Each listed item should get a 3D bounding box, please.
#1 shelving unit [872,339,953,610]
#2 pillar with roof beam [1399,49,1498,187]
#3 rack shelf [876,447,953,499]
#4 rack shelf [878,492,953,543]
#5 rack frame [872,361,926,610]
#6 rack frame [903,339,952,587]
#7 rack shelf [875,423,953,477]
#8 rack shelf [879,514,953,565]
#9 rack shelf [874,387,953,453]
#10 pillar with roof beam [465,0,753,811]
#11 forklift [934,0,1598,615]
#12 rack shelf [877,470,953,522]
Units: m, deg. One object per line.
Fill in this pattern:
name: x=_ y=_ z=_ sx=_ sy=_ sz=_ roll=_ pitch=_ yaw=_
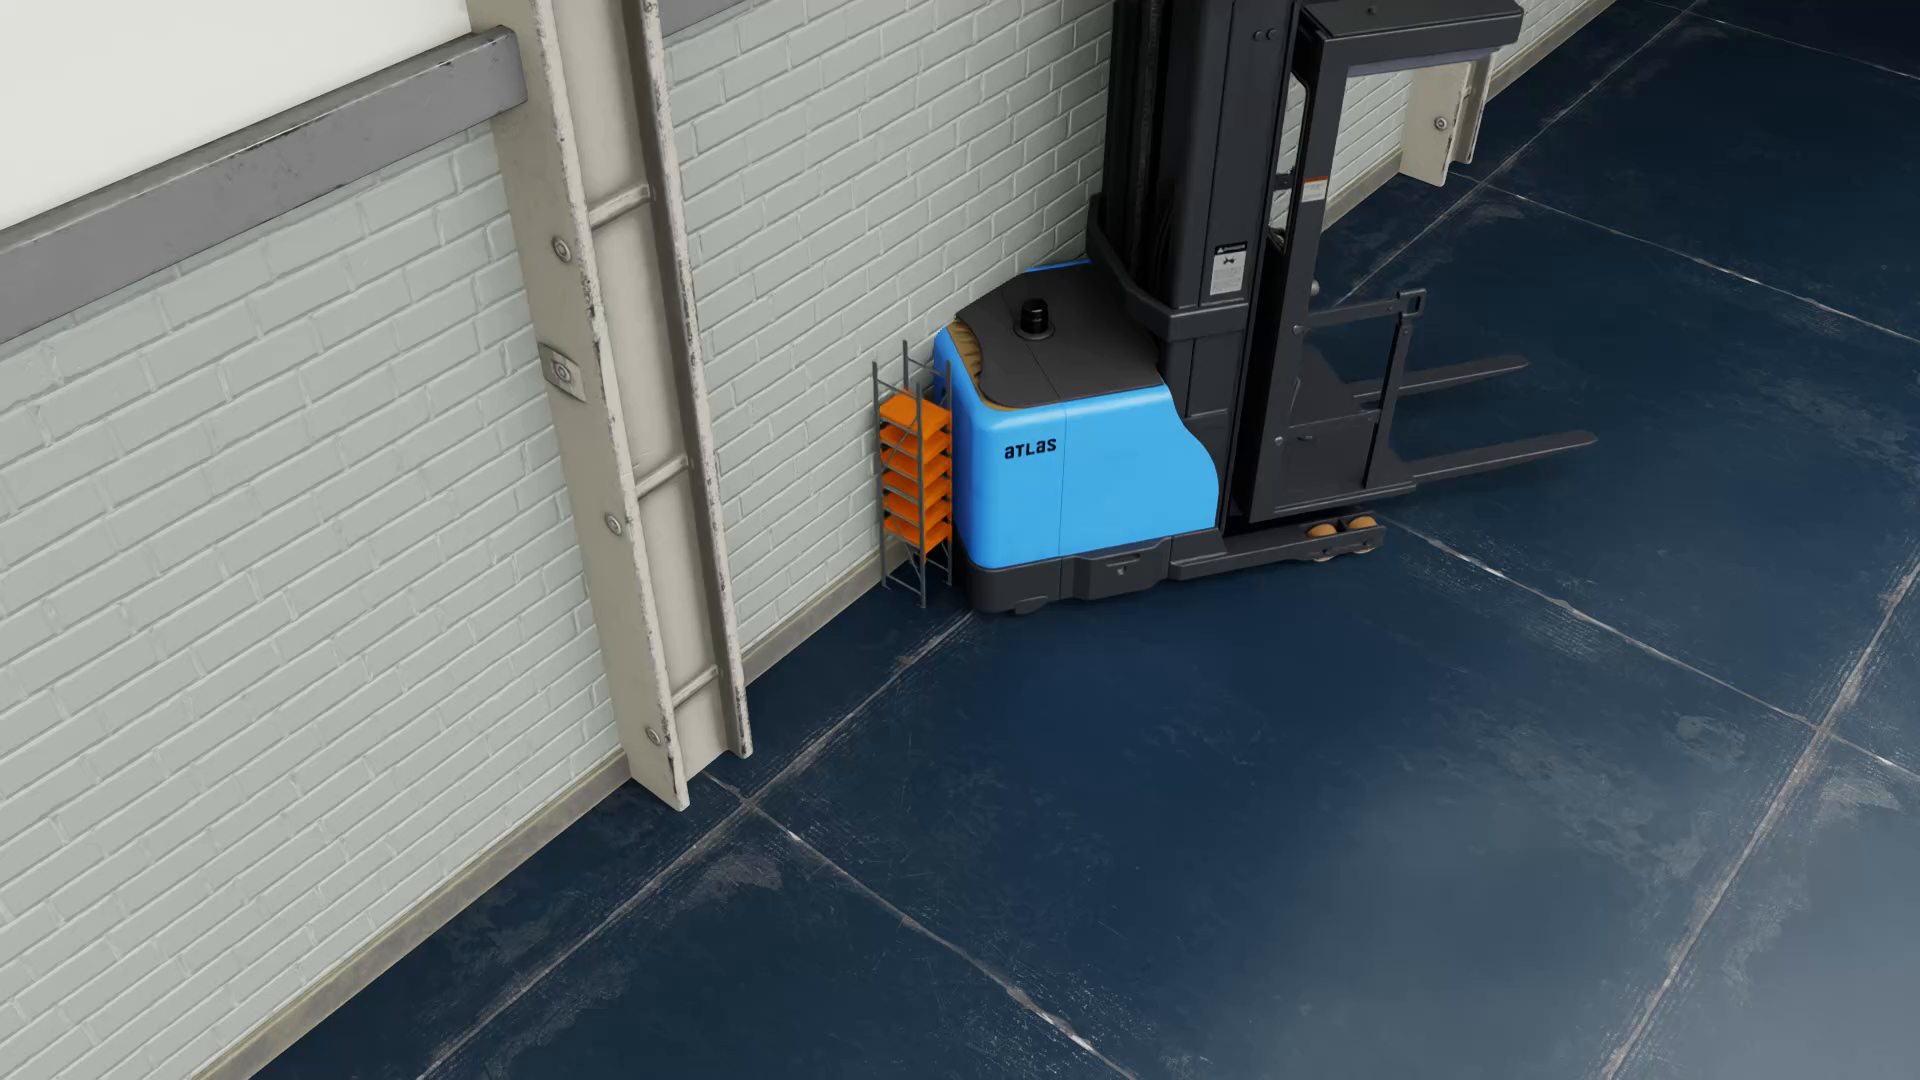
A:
shelving unit: x=-0.186 y=-0.244 z=6.808 sx=0.258 sy=1.200 sz=0.189 roll=28 pitch=49 yaw=27
pillar with roof beam: x=6.105 y=-3.692 z=4.804 sx=9.100 sy=9.000 sz=0.400 roll=29 pitch=50 yaw=28
rack shelf: x=-0.186 y=-0.300 z=6.757 sx=0.258 sy=0.103 sz=0.180 roll=28 pitch=49 yaw=27
rack shelf: x=-0.186 y=-0.122 z=6.919 sx=0.258 sy=0.103 sz=0.180 roll=28 pitch=49 yaw=27
rack frame: x=-0.243 y=-0.196 z=6.755 sx=0.240 sy=1.200 sz=0.006 roll=28 pitch=49 yaw=27
rack frame: x=-0.129 y=-0.292 z=6.861 sx=0.240 sy=1.200 sz=0.006 roll=28 pitch=49 yaw=27
rack shelf: x=-0.186 y=-0.388 z=6.677 sx=0.258 sy=0.103 sz=0.180 roll=28 pitch=49 yaw=27
rack shelf: x=-0.186 y=-0.034 z=7.000 sx=0.258 sy=0.103 sz=0.180 roll=28 pitch=49 yaw=27
rack shelf: x=-0.186 y=-0.477 z=6.596 sx=0.258 sy=0.103 sz=0.180 roll=28 pitch=49 yaw=27
pillar with roof beam: x=2.244 y=-0.603 z=1.406 sx=9.100 sy=9.000 sz=0.400 roll=29 pitch=50 yaw=28
forklift: x=1.374 y=-1.322 z=6.708 sx=3.031 sy=2.935 sz=1.130 roll=-11 pitch=43 yaw=-11
rack shelf: x=-0.186 y=-0.211 z=6.838 sx=0.258 sy=0.103 sz=0.180 roll=28 pitch=49 yaw=27
